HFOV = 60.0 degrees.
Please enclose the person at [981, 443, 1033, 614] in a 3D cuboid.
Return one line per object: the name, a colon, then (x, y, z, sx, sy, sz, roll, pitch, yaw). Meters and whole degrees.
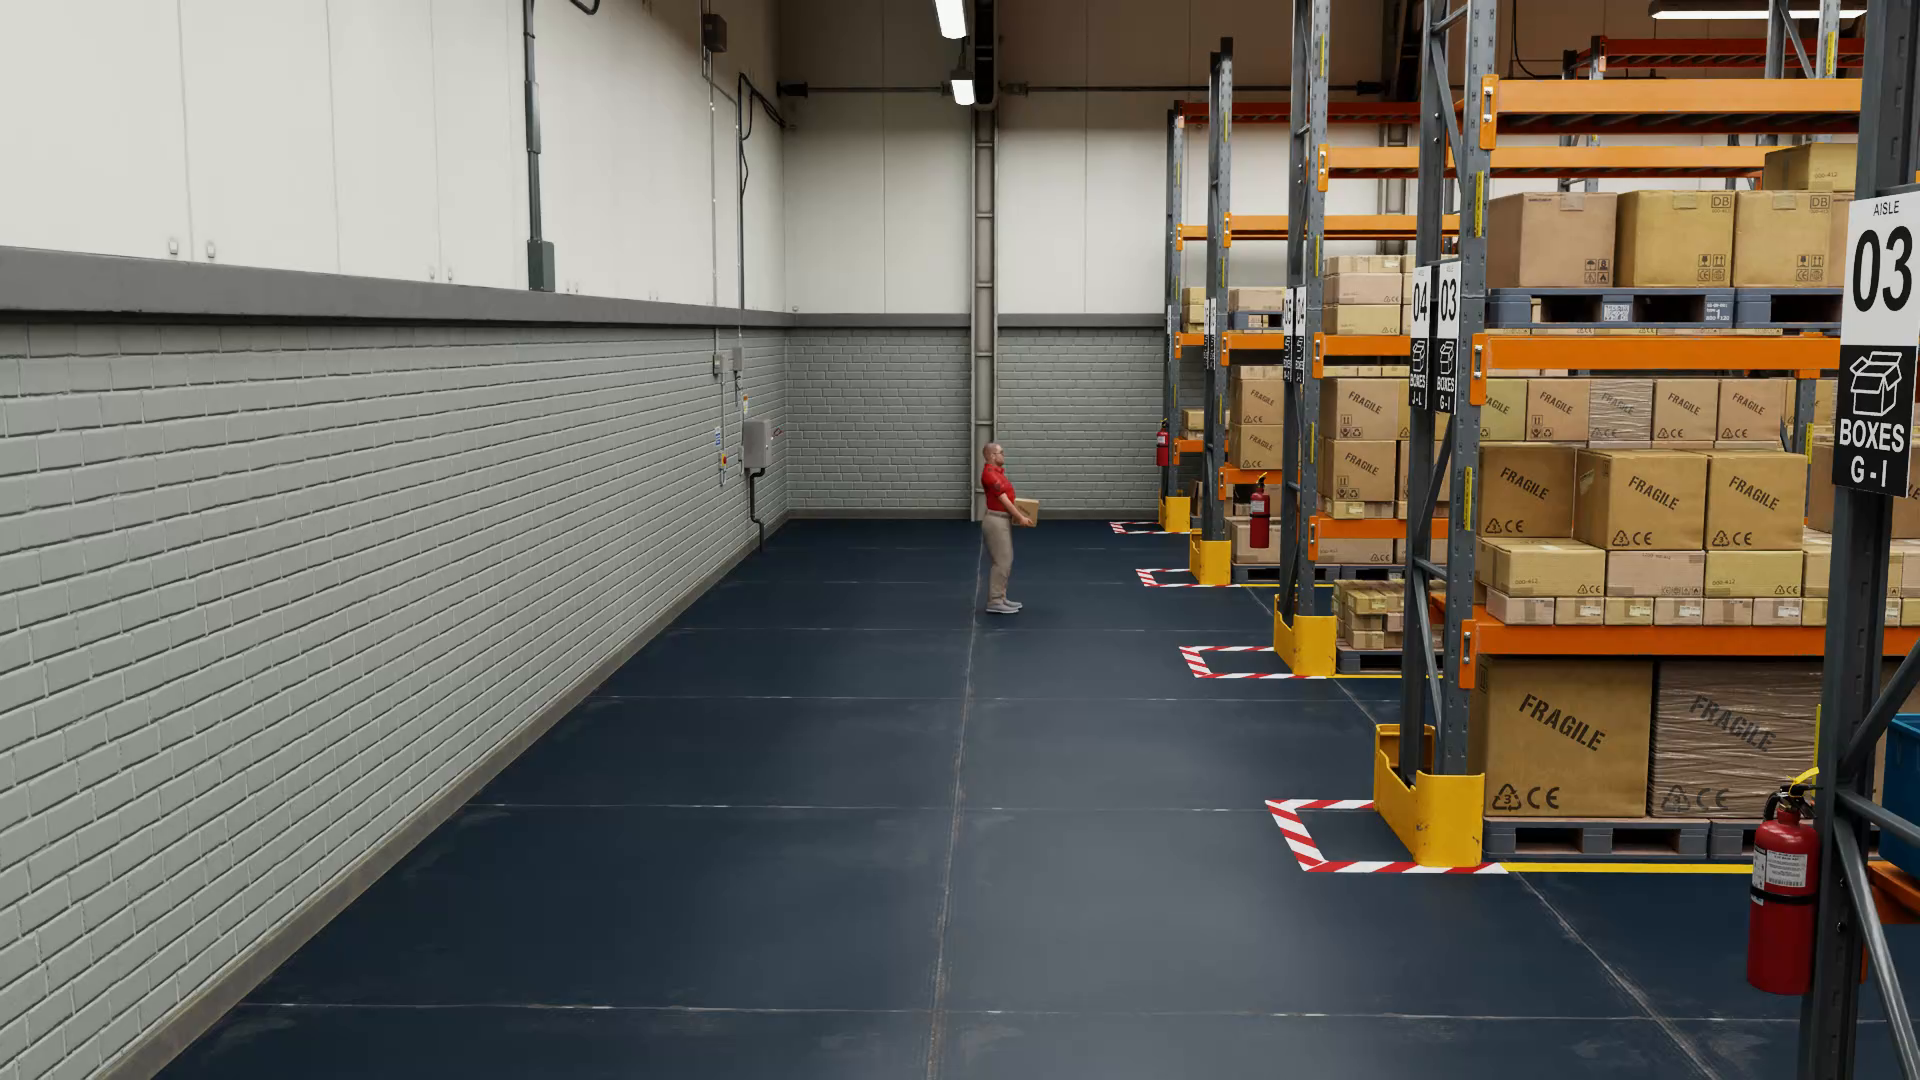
person: (0.483, -0.129, 16.911, 0.530, 1.714, 0.494, 0, 7, 2)
